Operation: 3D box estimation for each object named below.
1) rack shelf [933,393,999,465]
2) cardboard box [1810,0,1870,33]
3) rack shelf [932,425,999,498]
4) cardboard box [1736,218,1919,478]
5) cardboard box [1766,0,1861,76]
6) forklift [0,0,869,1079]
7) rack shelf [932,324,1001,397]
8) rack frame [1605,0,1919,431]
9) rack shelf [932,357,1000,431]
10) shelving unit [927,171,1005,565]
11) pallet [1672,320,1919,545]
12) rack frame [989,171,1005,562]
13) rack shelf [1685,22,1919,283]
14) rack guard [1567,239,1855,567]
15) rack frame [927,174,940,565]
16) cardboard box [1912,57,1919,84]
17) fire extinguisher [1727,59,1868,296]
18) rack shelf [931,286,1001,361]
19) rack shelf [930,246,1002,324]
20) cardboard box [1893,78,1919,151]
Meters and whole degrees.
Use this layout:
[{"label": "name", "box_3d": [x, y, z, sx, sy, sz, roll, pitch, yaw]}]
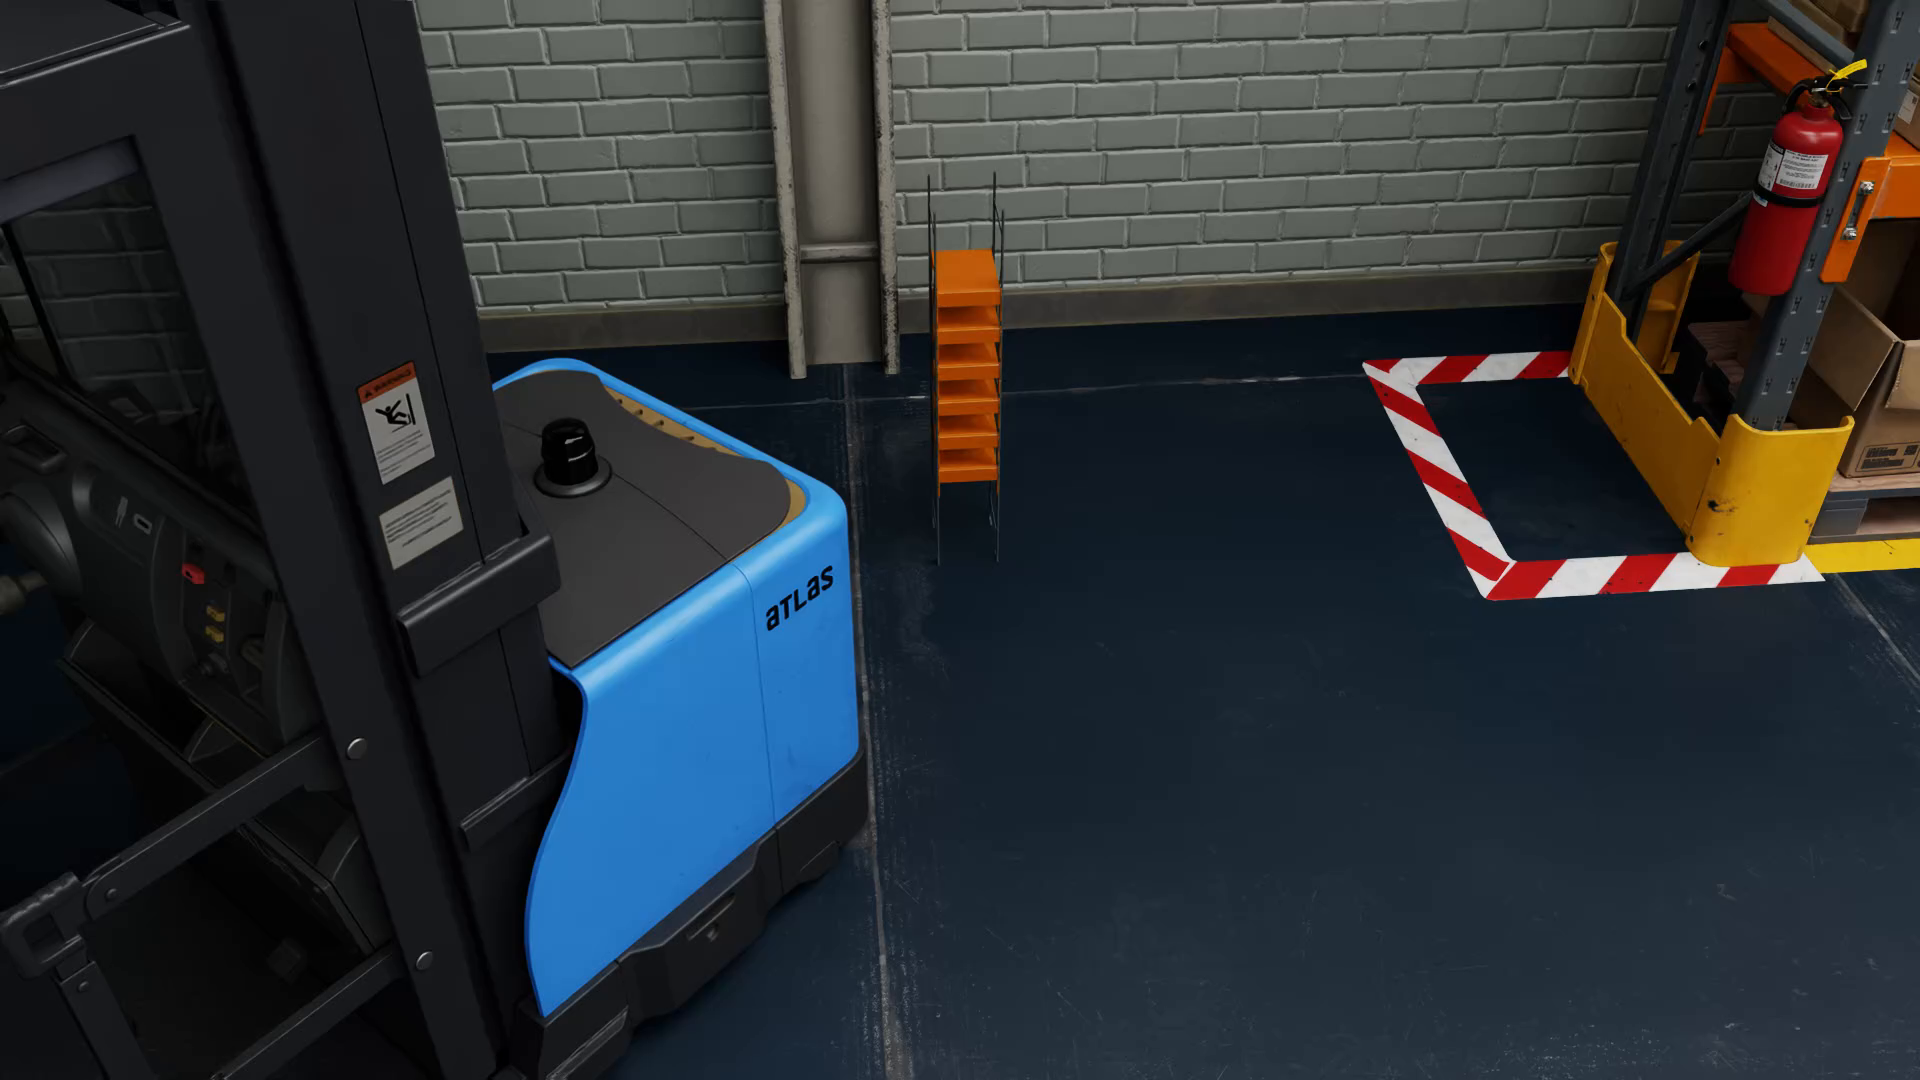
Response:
[{"label": "rack shelf", "box_3d": [0.014, -0.343, 4.981, 0.180, 0.103, 0.258, -3, 38, -4]}, {"label": "cardboard box", "box_3d": [2.772, -1.702, 4.867, 0.500, 0.250, 0.500, -2, 38, -3]}, {"label": "rack shelf", "box_3d": [0.014, -0.249, 5.056, 0.180, 0.103, 0.258, -3, 38, -4]}, {"label": "cardboard box", "box_3d": [2.955, -0.616, 5.285, 0.637, 0.503, 0.797, -5, 39, -6]}, {"label": "cardboard box", "box_3d": [2.644, -1.541, 4.984, 0.250, 0.149, 0.380, -4, 38, -4]}, {"label": "forklift", "box_3d": [-1.552, 0.113, 2.740, 1.130, 2.935, 3.031, 27, 45, 30]}, {"label": "rack shelf", "box_3d": [0.014, -0.531, 4.833, 0.180, 0.103, 0.258, -3, 38, -4]}, {"label": "rack frame", "box_3d": [2.338, -1.456, 4.673, 0.127, 3.000, 1.000, -3, 38, -4]}, {"label": "rack shelf", "box_3d": [0.014, -0.437, 4.907, 0.180, 0.103, 0.258, -3, 38, -4]}, {"label": "shelving unit", "box_3d": [0.014, -0.472, 4.879, 0.189, 1.200, 0.258, -3, 38, -4]}, {"label": "pallet", "box_3d": [3.207, -0.409, 5.599, 1.213, 0.211, 1.003, -3, 38, -4]}, {"label": "rack frame", "box_3d": [0.106, -0.477, 4.886, 0.006, 1.200, 0.240, -3, 38, -4]}, {"label": "rack shelf", "box_3d": [4.330, -1.283, 5.035, 4.000, 0.370, 1.077, -3, 38, -4]}, {"label": "rack guard", "box_3d": [2.413, -0.478, 5.453, 0.348, 0.500, 1.175, -3, 38, -4]}, {"label": "rack frame", "box_3d": [-0.077, -0.467, 4.873, 0.006, 1.200, 0.240, -3, 38, -4]}, {"label": "cardboard box", "box_3d": [2.813, -1.372, 4.448, 0.500, 0.250, 0.500, -3, 38, -4]}, {"label": "fire extinguisher", "box_3d": [2.232, -0.986, 4.441, 0.183, 0.674, 0.296, -3, 38, -4]}, {"label": "rack shelf", "box_3d": [0.014, -0.625, 4.758, 0.180, 0.103, 0.258, -3, 38, -4]}, {"label": "rack shelf", "box_3d": [0.014, -0.720, 4.684, 0.180, 0.103, 0.258, -3, 38, -4]}, {"label": "cardboard box", "box_3d": [2.689, -1.206, 4.559, 0.250, 0.149, 0.380, -3, 38, -4]}]
